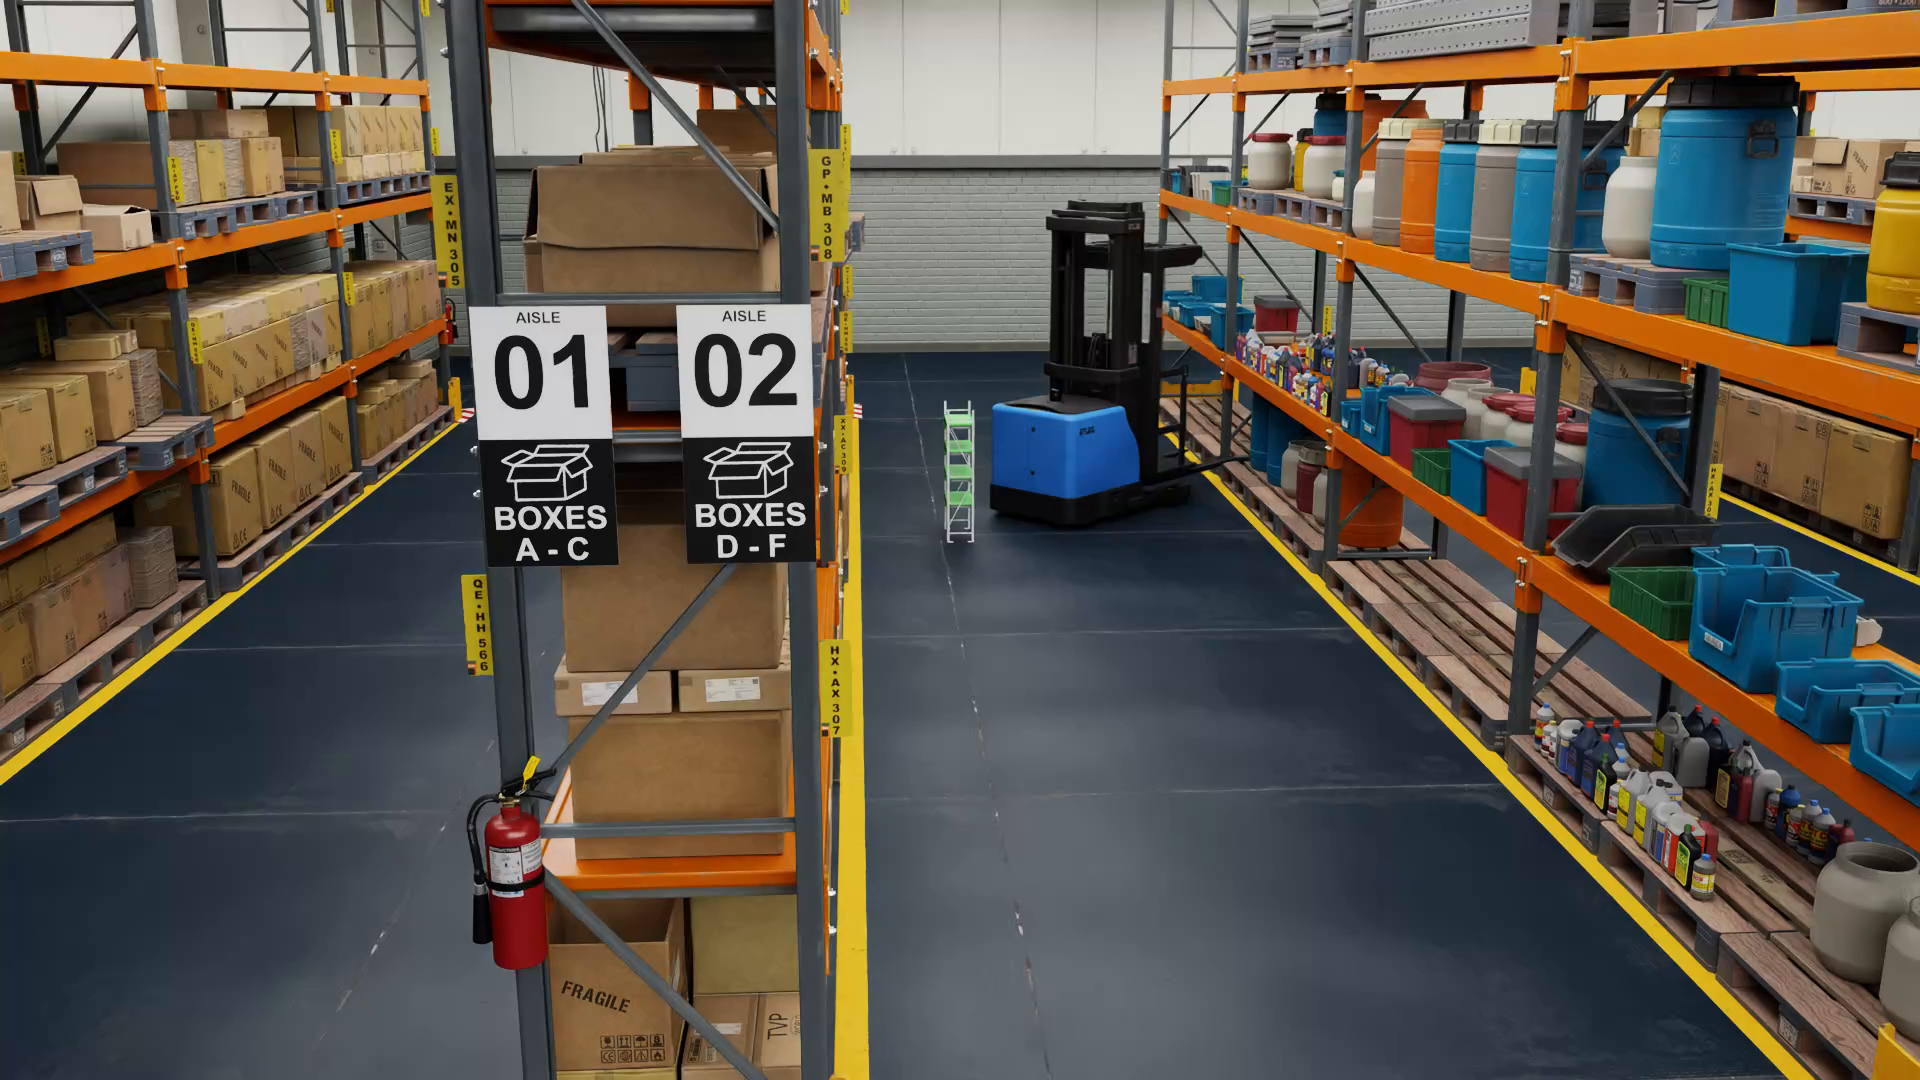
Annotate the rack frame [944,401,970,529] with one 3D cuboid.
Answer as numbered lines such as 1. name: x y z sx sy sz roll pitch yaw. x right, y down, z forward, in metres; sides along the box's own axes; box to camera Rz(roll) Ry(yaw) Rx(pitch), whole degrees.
1. rack frame: -0.025 -0.683 15.273 0.240 1.200 0.015 -1 14 -3

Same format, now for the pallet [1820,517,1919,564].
1. pallet: 8.471 -0.052 14.804 1.003 0.211 1.213 -1 14 -3

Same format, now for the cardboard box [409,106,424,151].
1. cardboard box: -6.565 -4.783 19.327 0.500 0.500 0.500 -1 14 -4

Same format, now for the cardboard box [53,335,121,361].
1. cardboard box: -6.301 -1.386 12.009 0.380 0.149 0.250 -3 15 -13

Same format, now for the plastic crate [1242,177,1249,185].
1. plastic crate: 3.352 -4.227 19.842 0.450 0.188 0.336 -1 14 -3

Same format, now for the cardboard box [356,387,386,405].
1. cardboard box: -6.418 -1.553 17.915 0.380 0.149 0.250 0 14 -2

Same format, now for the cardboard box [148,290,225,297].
1. cardboard box: -6.763 -2.033 14.565 0.500 0.250 0.500 -1 14 -5

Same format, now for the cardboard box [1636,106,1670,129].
1. cardboard box: 8.064 -4.808 18.926 0.500 0.250 0.500 -1 14 -5

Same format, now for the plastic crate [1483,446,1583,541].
1. plastic crate: 3.414 -0.281 9.969 0.402 0.464 0.583 -1 14 -3

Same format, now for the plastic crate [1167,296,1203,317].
1. plastic crate: 2.733 -2.836 20.245 0.416 0.233 0.300 -1 14 -3

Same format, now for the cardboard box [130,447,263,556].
1. cardboard box: -6.301 -0.323 13.733 0.750 0.750 0.750 -1 14 -4

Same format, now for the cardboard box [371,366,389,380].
1. cardboard box: -6.899 -1.940 19.417 0.380 0.149 0.250 -1 14 -3

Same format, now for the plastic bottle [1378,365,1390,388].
1. plastic bottle: 3.766 -1.414 14.760 0.097 0.271 0.097 0 14 0

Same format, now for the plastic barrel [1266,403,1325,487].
1. plastic barrel: 3.314 -0.999 16.257 0.600 0.901 0.708 -1 14 -3

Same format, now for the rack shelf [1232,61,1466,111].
1. rack shelf: 3.377 -3.989 14.718 1.077 0.370 4.000 -1 14 -3

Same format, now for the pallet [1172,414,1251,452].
1. pallet: 3.091 -1.259 19.498 1.003 0.211 1.213 -1 14 -3

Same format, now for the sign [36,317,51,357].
1. sign: -6.940 -1.527 12.618 0.100 0.325 0.005 -1 14 -3

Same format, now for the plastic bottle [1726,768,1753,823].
1. plastic bottle: 4.009 1.295 8.543 0.061 0.283 0.133 -1 14 -3

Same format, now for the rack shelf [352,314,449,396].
1. rack shelf: -6.758 -2.120 18.688 1.077 0.370 4.000 -1 14 -3

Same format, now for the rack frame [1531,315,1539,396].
1. rack frame: 7.949 -3.195 21.423 1.000 3.000 0.127 -1 14 -3

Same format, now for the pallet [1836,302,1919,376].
1. pallet: 4.043 -0.708 6.116 1.003 0.211 1.213 -1 14 -3

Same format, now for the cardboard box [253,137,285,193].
1. cardboard box: -6.690 -3.464 15.367 0.700 0.500 0.500 -2 15 -6

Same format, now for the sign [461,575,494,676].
1. sign: -1.489 0.266 5.174 0.100 0.325 0.005 -1 14 -3

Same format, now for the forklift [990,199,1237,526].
1. forklift: 1.650 -1.849 16.332 1.130 2.935 3.031 13 19 41

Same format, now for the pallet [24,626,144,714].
1. pallet: -6.267 0.872 11.214 1.003 0.211 1.213 -1 14 -3

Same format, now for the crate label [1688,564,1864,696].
1. crate label: 3.613 0.390 7.419 0.502 0.435 0.616 -1 14 -3

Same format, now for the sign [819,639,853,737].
1. sign: -0.393 0.472 5.277 0.100 0.325 0.005 -1 14 -3

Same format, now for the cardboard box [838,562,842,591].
1. cardboard box: -1.068 0.309 11.354 0.500 0.311 0.500 0 14 -2

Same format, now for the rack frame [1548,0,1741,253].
1. rack frame: 3.749 -3.039 8.779 1.000 3.000 0.127 -1 14 -3

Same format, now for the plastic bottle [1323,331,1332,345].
1. plastic bottle: 3.637 -1.876 16.397 0.144 0.351 0.185 -1 14 -3

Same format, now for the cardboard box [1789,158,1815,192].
1. cardboard box: 8.175 -3.539 16.076 0.500 0.311 0.500 -1 14 -5

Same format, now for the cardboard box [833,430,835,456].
1. cardboard box: -1.111 -0.712 12.278 0.380 0.149 0.250 -1 14 -3

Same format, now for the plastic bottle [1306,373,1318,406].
1. plastic bottle: 3.035 -1.295 14.299 0.097 0.271 0.097 0 14 0

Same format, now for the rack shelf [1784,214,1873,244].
1. rack shelf: 8.321 -2.807 15.340 1.077 0.370 4.000 -1 14 -3

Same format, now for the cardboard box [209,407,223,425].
1. cardboard box: -6.183 -1.012 13.404 0.380 0.149 0.250 -1 14 -3

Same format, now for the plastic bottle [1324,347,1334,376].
1. plastic bottle: 3.539 -1.712 15.918 0.097 0.271 0.097 0 14 0

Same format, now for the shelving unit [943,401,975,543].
1. shelving unit: -0.010 -0.622 15.037 0.258 1.200 0.503 -1 14 -3

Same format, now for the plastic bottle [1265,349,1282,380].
1. plastic bottle: 2.974 -1.654 15.686 0.152 0.276 0.135 -1 14 -3

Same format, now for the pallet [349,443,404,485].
1. pallet: -6.603 -0.810 17.752 1.003 0.211 1.213 -1 14 -3

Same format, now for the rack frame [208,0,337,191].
1. rack frame: -6.634 -4.876 15.918 1.000 3.000 0.127 -1 14 -3

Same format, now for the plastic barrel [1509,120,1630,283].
1. plastic barrel: 3.501 -1.952 9.569 0.600 0.901 0.708 -1 14 -3

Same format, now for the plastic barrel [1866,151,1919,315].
1. plastic barrel: 3.800 -1.168 6.305 0.600 0.588 0.600 0 14 0

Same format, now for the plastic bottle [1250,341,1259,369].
1. plastic bottle: 2.905 -1.820 16.338 0.097 0.271 0.097 0 14 0

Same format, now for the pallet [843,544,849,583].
1. pallet: -1.451 0.111 14.171 1.003 0.211 1.213 -1 14 -3

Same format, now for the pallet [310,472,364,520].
1. pallet: -6.511 -0.429 16.271 1.003 0.211 1.213 -1 14 -3

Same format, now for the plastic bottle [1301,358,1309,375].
1. plastic bottle: 3.112 -1.499 15.065 0.061 0.283 0.133 -1 14 -3

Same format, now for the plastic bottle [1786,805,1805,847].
1. plastic bottle: 4.162 1.413 8.249 0.097 0.201 0.097 0 14 0

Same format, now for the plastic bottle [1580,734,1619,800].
1. plastic bottle: 3.397 1.190 8.815 0.144 0.351 0.185 -1 15 -6

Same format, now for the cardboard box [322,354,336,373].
1. cardboard box: -6.292 -1.716 16.142 0.380 0.149 0.250 -1 14 -2

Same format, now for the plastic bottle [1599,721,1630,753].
1. plastic bottle: 3.529 1.141 9.006 0.144 0.351 0.185 -1 14 -3

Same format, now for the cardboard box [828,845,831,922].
1. cardboard box: -0.850 1.555 7.639 0.500 0.250 0.500 -1 14 -3

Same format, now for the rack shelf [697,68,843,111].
1. rack shelf: -1.567 -3.914 14.425 1.077 0.370 4.000 -1 14 -3

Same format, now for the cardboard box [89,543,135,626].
1. cardboard box: -6.374 0.330 11.858 0.700 0.500 0.500 -1 14 -4

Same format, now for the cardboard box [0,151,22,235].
1. cardboard box: -6.169 -2.129 10.219 0.500 0.500 0.500 -1 14 -5
